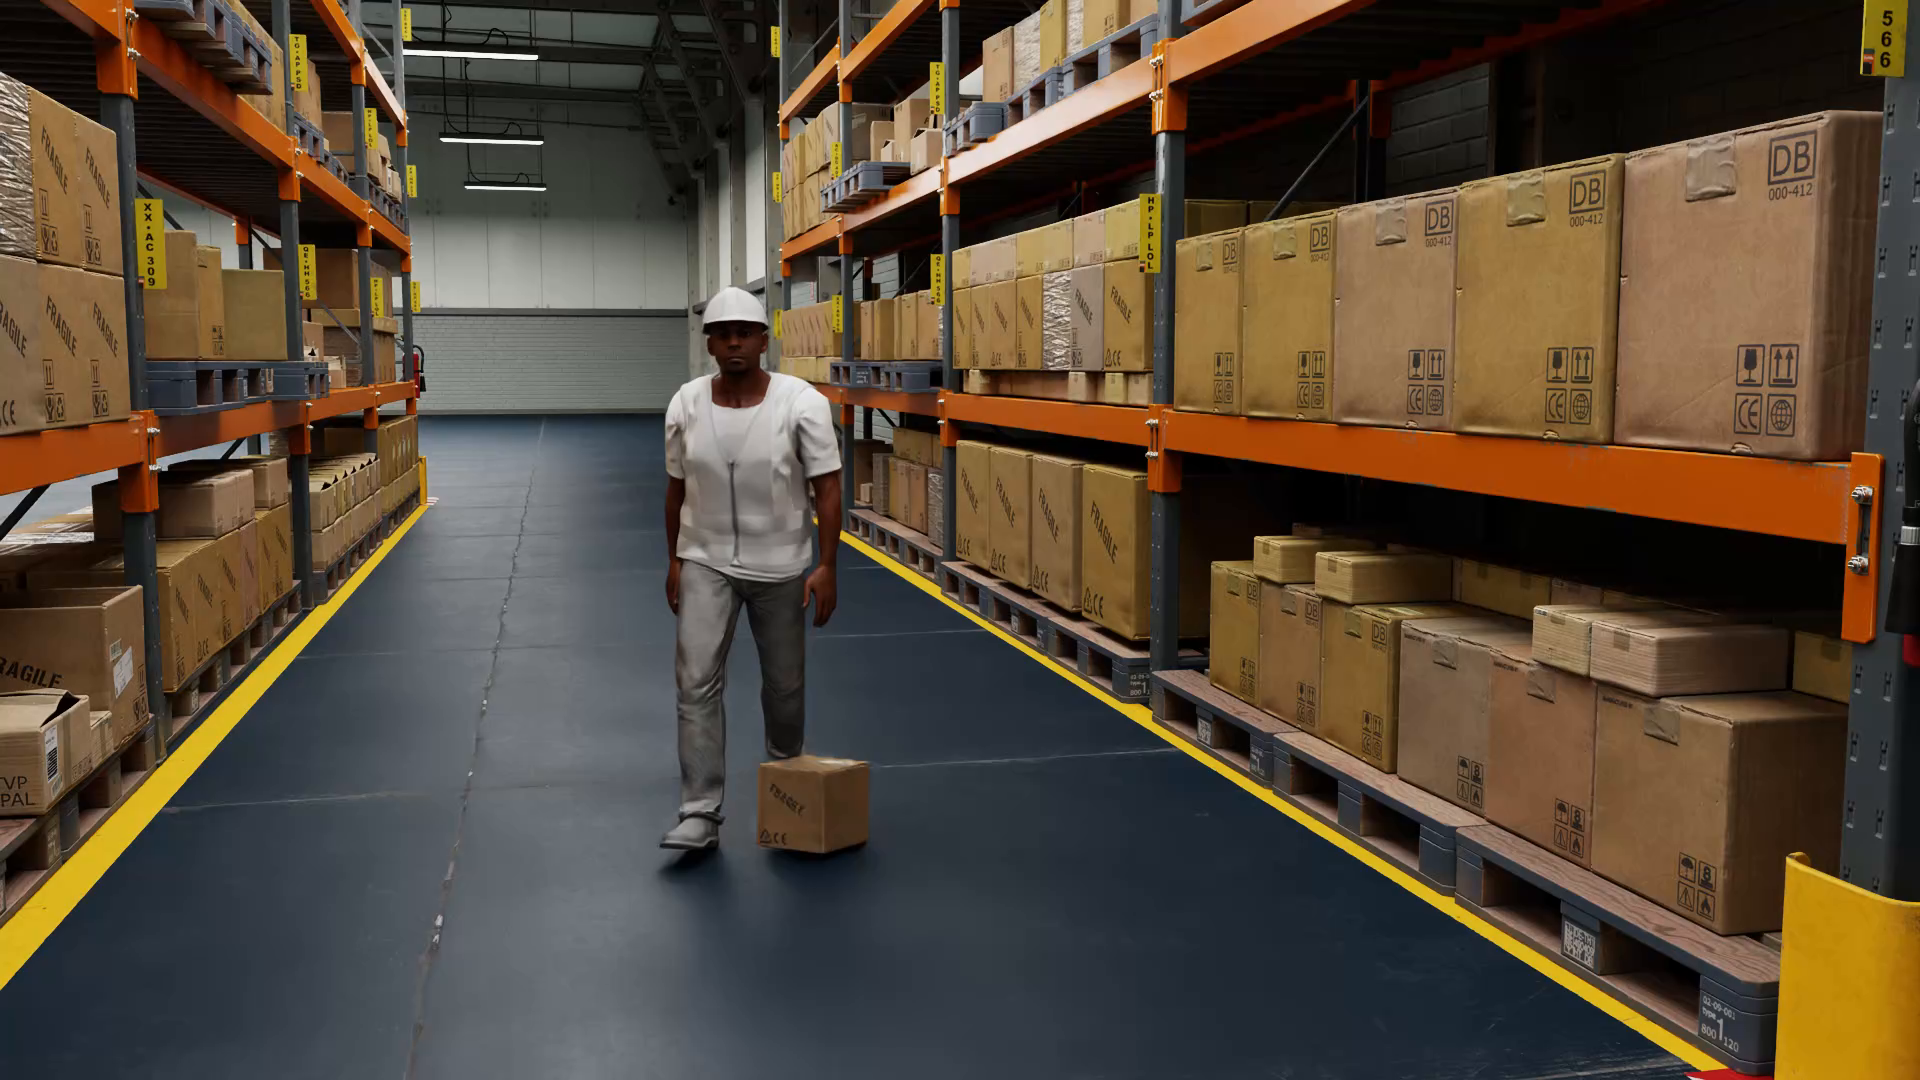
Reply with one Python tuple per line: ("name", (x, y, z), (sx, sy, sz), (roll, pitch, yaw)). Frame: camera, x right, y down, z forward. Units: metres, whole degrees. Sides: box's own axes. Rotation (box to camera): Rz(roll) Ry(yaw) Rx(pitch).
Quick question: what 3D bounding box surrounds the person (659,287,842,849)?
("person", (-0.664, 0.073, 5.285), (0.593, 1.727, 0.944), (0, 6, 2))
